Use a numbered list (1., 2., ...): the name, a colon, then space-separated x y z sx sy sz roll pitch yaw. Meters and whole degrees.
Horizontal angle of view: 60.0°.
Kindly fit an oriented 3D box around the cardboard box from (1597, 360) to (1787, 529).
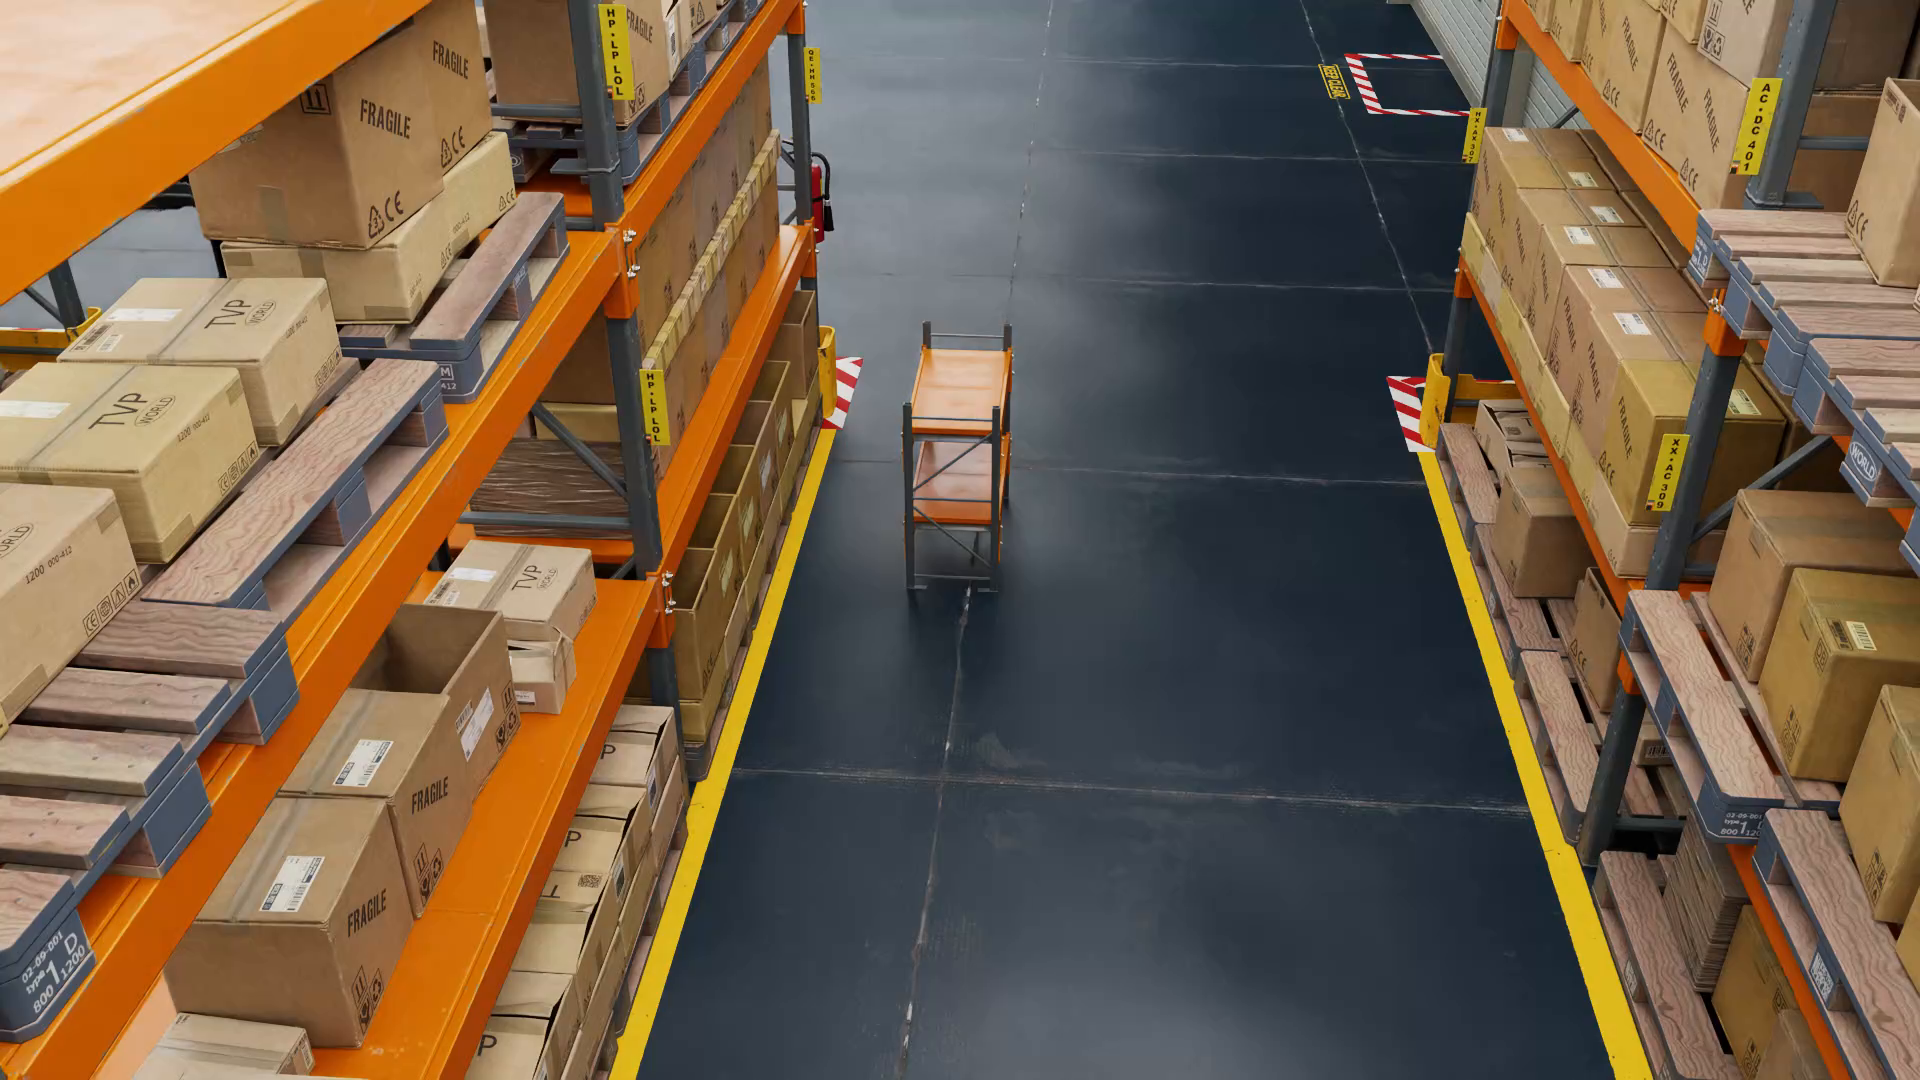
1. cardboard box: 2.935 -0.388 6.710 0.500 0.500 0.500 2 32 4

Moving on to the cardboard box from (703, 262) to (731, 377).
1. cardboard box: -1.581 -1.154 8.449 0.700 0.500 0.500 3 32 5

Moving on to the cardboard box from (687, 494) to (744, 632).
1. cardboard box: -1.350 0.108 8.001 0.500 0.500 0.500 2 32 4

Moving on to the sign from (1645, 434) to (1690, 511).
1. sign: 2.663 -0.252 6.254 0.100 0.325 0.005 2 32 4

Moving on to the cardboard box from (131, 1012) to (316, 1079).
1. cardboard box: -2.011 1.456 4.548 0.380 0.149 0.250 5 32 8

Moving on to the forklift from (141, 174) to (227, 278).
1. forklift: -3.195 -0.932 8.248 1.130 2.935 3.031 4 32 6

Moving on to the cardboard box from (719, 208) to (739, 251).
1. cardboard box: -1.352 -1.599 8.552 0.380 0.149 0.250 3 32 5

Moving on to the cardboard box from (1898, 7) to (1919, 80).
1. cardboard box: 3.529 -1.862 5.765 0.500 0.500 0.500 3 32 5

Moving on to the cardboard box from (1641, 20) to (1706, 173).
1. cardboard box: 3.053 -1.730 6.506 0.500 0.500 0.500 0 32 0

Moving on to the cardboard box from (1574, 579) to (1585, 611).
1. cardboard box: 3.355 0.327 8.438 0.380 0.149 0.250 0 32 0

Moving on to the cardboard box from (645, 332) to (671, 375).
1. cardboard box: -1.478 -0.791 7.241 0.380 0.149 0.250 2 32 3

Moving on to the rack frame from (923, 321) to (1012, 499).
1. rack frame: 0.041 -0.741 9.661 0.500 1.125 0.032 2 32 4

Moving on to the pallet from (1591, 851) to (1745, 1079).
1. pallet: 3.143 1.730 6.521 1.003 0.211 1.213 2 32 4

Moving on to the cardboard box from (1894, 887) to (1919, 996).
1. cardboard box: 2.987 1.099 4.373 0.700 0.500 0.500 2 32 4

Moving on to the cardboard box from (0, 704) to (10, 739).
1. cardboard box: -2.078 0.387 2.928 0.500 0.250 0.500 0 32 0

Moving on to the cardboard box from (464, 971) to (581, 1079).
1. cardboard box: -1.604 1.699 5.600 0.500 0.311 0.500 2 32 3

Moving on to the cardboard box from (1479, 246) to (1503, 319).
1. cardboard box: 3.146 -1.386 9.045 0.500 0.250 0.500 2 32 2

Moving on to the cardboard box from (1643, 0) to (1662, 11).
1. cardboard box: 3.041 -2.452 6.723 0.500 0.500 0.500 1 32 2

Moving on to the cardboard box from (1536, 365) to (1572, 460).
1. cardboard box: 3.015 -0.593 7.757 0.500 0.250 0.500 2 32 4

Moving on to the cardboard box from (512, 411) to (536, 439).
1. cardboard box: -1.924 -0.544 6.840 0.380 0.149 0.250 2 32 4

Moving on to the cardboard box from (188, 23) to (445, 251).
1. cardboard box: -1.846 -1.165 4.730 0.500 0.500 0.500 5 32 9

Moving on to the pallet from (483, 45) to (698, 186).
1. pallet: -1.689 -1.760 6.752 1.003 0.211 1.213 2 32 4

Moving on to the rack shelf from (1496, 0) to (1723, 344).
1. rack shelf: 3.367 -1.880 7.549 1.077 0.370 4.000 2 32 4

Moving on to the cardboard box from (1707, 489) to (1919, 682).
1. cardboard box: 3.129 0.171 5.879 0.700 0.500 0.500 3 32 4

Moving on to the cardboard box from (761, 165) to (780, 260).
1. cardboard box: -1.458 -1.964 9.763 0.700 0.500 0.500 2 32 4

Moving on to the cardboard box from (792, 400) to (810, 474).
1. cardboard box: -1.185 -0.618 9.895 0.500 0.250 0.500 2 32 4

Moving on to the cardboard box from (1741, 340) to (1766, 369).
1. cardboard box: 3.497 -0.635 7.111 0.500 0.500 0.500 2 32 4

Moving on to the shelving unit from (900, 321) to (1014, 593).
1. shelving unit: -0.001 -0.475 9.229 0.538 1.125 1.048 2 32 4

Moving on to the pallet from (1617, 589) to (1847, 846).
1. pallet: 2.997 0.611 5.862 1.003 0.211 1.213 2 32 4

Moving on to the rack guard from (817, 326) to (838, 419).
1. rack guard: -1.405 -1.113 10.861 1.175 0.500 0.348 2 32 4

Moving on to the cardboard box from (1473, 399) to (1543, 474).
1. cardboard box: 3.384 -0.640 9.853 0.500 0.311 0.500 -1 32 -2

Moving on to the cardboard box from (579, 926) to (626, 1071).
1. cardboard box: -1.562 1.680 6.166 0.500 0.250 0.500 3 32 5

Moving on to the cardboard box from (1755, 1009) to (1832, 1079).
1. cardboard box: 3.087 1.936 5.493 0.700 0.500 0.500 3 32 5

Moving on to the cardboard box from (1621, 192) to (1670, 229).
1. cardboard box: 3.615 -1.430 8.401 0.500 0.500 0.500 2 32 3

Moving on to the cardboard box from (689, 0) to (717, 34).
1. cardboard box: -1.473 -2.489 7.218 0.797 0.503 0.637 6 32 9

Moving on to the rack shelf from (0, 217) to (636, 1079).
1. rack shelf: -1.896 0.002 4.495 1.077 0.370 4.000 2 32 4

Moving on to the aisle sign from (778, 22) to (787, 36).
1. aisle sign: -1.109 -3.294 9.538 0.394 0.787 0.004 2 32 4

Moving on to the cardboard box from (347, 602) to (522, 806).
1. cardboard box: -1.855 0.560 5.667 0.500 0.500 0.500 5 32 8

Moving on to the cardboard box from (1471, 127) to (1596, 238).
1. cardboard box: 3.192 -1.983 9.297 0.500 0.500 0.500 2 32 4

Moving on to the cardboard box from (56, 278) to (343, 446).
1. cardboard box: -1.950 -0.468 4.315 0.500 0.250 0.500 0 32 0

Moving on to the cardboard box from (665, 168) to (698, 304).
1. cardboard box: -1.622 -1.427 7.654 0.700 0.500 0.500 2 32 4

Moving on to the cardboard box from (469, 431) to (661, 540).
1. cardboard box: -1.703 -0.348 7.141 0.700 0.500 0.500 2 32 3

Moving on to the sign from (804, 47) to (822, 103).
1. sign: -0.868 -2.728 9.769 0.100 0.325 0.005 2 32 4

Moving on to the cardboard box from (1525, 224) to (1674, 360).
1. cardboard box: 3.063 -1.184 8.002 0.500 0.500 0.500 3 32 6

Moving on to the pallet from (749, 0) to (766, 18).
1. pallet: -1.491 -3.036 8.822 1.003 0.211 1.213 2 32 4

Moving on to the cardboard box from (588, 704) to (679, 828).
1. cardboard box: -1.480 0.904 6.891 0.500 0.311 0.500 2 32 4

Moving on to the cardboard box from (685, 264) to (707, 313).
1. cardboard box: -1.417 -1.198 7.902 0.380 0.149 0.250 2 32 3

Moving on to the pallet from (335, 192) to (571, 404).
1. pallet: -1.792 -0.807 5.304 0.805 0.209 1.217 1 32 2

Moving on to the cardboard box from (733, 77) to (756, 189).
1. cardboard box: -1.500 -2.213 8.931 0.700 0.500 0.500 2 32 3

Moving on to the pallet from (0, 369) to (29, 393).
1. pallet: -6.375 -0.725 10.506 1.003 0.211 1.213 2 32 4

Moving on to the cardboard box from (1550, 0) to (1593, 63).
1. cardboard box: 3.136 -2.568 7.865 0.500 0.500 0.500 4 32 6

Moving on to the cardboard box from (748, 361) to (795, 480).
1. cardboard box: -1.221 -0.676 9.274 0.500 0.500 0.500 2 32 4

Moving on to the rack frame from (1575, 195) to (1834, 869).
1. rack frame: 3.205 0.136 6.450 1.000 3.000 0.127 2 32 4

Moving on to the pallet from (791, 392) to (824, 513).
1. pallet: -1.428 -0.576 10.264 1.003 0.211 1.213 2 32 4

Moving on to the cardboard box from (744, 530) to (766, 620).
1. cardboard box: -1.301 0.166 8.622 0.500 0.250 0.500 2 32 4

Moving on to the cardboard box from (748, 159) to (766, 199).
1. cardboard box: -1.289 -2.005 9.211 0.380 0.149 0.250 2 32 3

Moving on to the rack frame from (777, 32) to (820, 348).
1. rack frame: -1.407 -2.165 10.184 1.000 3.000 0.127 2 32 4

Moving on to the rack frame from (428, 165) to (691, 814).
1. rack frame: -1.733 -0.073 6.790 1.000 3.000 0.127 2 32 4
